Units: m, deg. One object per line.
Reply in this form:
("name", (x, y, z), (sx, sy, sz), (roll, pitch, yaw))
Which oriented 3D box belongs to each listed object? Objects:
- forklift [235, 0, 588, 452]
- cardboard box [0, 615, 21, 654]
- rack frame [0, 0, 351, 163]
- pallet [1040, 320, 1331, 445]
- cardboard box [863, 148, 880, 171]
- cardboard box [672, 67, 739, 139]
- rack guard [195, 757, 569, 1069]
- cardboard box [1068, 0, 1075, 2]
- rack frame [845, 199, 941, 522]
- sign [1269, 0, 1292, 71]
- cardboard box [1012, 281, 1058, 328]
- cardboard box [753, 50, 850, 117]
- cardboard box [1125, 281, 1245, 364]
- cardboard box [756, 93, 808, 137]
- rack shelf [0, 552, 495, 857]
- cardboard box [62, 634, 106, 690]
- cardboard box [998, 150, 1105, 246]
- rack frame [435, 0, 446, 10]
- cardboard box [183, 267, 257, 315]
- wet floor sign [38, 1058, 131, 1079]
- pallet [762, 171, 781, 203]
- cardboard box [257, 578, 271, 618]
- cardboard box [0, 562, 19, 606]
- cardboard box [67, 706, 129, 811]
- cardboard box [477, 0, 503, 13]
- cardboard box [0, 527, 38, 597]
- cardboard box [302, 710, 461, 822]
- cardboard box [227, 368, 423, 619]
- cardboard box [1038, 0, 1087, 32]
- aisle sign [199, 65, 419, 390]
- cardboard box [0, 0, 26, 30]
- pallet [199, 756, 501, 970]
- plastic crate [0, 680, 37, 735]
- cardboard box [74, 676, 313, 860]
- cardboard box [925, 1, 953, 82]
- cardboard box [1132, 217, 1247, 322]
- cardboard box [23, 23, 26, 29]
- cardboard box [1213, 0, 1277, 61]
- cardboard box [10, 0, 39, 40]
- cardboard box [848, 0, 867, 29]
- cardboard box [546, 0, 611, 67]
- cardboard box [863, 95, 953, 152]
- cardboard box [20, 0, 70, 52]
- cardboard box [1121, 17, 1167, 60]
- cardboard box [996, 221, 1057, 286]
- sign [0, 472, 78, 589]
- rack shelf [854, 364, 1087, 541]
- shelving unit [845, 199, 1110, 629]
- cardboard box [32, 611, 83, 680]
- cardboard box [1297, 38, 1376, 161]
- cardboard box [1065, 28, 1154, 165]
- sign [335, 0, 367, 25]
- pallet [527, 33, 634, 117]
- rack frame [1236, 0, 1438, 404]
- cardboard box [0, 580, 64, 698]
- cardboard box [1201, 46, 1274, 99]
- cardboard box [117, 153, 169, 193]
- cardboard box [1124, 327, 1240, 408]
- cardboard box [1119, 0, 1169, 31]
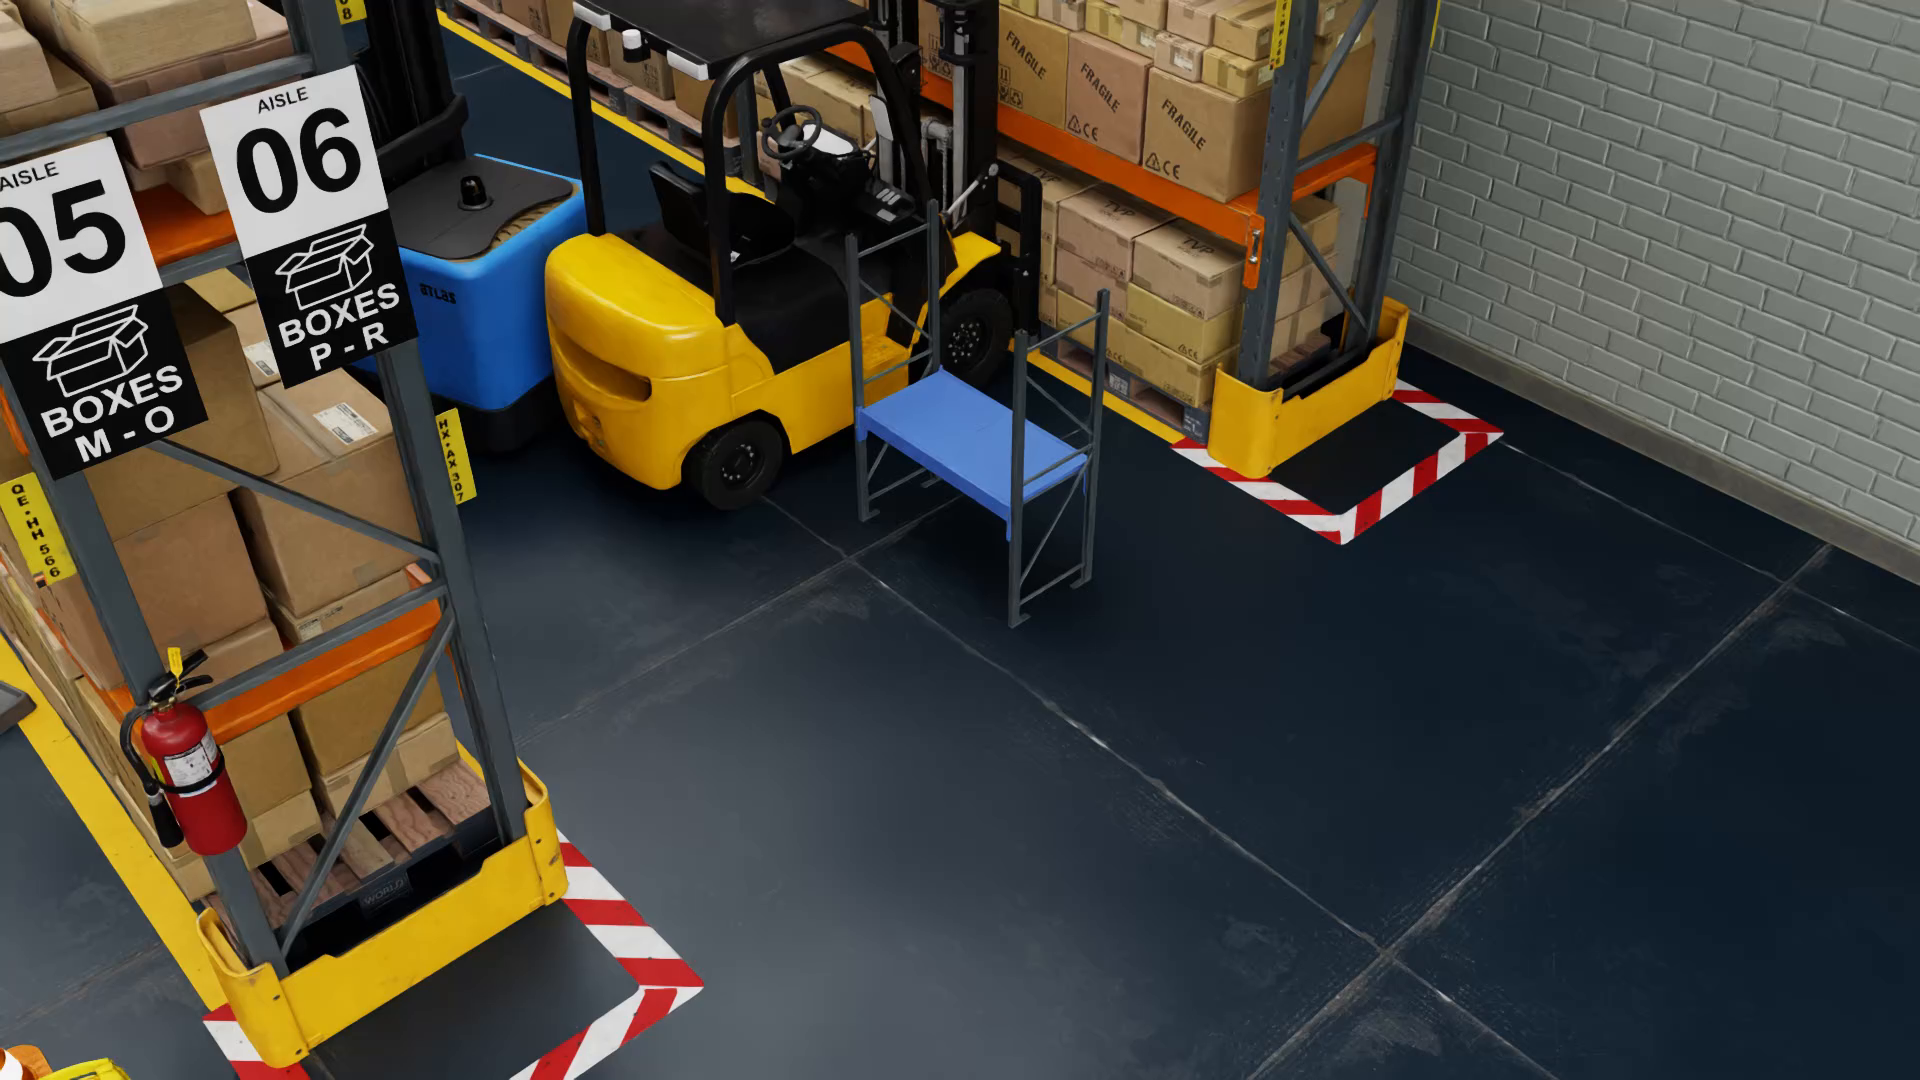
("forklift", (-3.320, -2.223, 8.170), (3.031, 2.935, 1.130), (18, 42, 21))
("cardboard box", (-3.694, 0.255, 6.901), (0.500, 0.250, 0.500), (-31, 48, -32))
("rack frame", (-1.919, -2.009, 3.075), (1.000, 3.000, 0.127), (-30, 48, -32))
("pallet", (1.187, -1.037, 8.866), (1.003, 0.211, 1.213), (-30, 48, -32))
("cardboard box", (-0.197, -2.100, 9.420), (0.500, 0.250, 0.500), (-30, 48, -32))
("cardboard box", (-1.332, -3.113, 10.773), (0.875, 0.625, 0.625), (-28, 46, -30))
("rack guard", (-1.970, 1.262, 5.789), (1.175, 0.500, 0.348), (-30, 48, -32))
("cardboard box", (0.579, -2.700, 7.873), (0.380, 0.149, 0.250), (-29, 47, -31))
("rack frame", (-0.286, -0.779, 7.521), (0.500, 1.500, 0.032), (-30, 48, -32))
("sign", (1.326, -2.104, 6.858), (0.100, 0.325, 0.005), (-30, 48, -32))
("cardboard box", (0.523, -1.432, 8.990), (0.500, 0.250, 0.500), (-29, 47, -31))
("cardboard box", (-0.875, -2.763, 9.842), (0.500, 0.250, 0.500), (-31, 48, -32))
("cardboard box", (1.175, -1.167, 8.263), (0.500, 0.250, 0.500), (-31, 48, -32))
("cardboard box", (-0.871, -2.570, 10.001), (0.500, 0.250, 0.500), (-30, 48, -32))
("rack shelf", (-3.272, -0.321, 6.332), (1.077, 0.370, 4.000), (-30, 48, -32))
("cardboard box", (-2.583, 0.271, 5.228), (0.380, 0.149, 0.250), (-31, 48, -32))
("cardboard box", (0.495, -1.812, 8.665), (0.500, 0.250, 0.500), (-29, 47, -31))
("rack frame", (-3.676, -5.488, 12.158), (1.000, 3.000, 0.127), (-30, 48, -32))
("cardboard box", (-2.733, -0.640, 5.839), (0.500, 0.500, 0.500), (-31, 48, -33))
("wet floor sign", (-2.579, 1.784, 5.028), (0.267, 0.644, 0.232), (-15, 41, -17))
("pallet", (-0.464, -2.167, 10.264), (1.003, 0.211, 1.213), (-30, 48, -32))
("cardboard box", (-2.178, 0.067, 5.480), (0.380, 0.149, 0.250), (-29, 47, -31))
("cardboard box", (-3.295, 0.046, 6.047), (0.380, 0.149, 0.250), (-28, 47, -30))
("cardboard box", (-3.008, 0.729, 6.315), (0.500, 0.250, 0.500), (-30, 48, -32))
("cardboard box", (-3.264, -4.433, 12.408), (0.875, 0.625, 0.625), (-28, 47, -30))
("cardboard box", (-2.824, -0.197, 5.291), (0.500, 0.500, 0.500), (-30, 48, -32))
("cardboard box", (-2.261, 0.741, 6.300), (0.500, 0.250, 0.500), (-30, 48, -32))
("cardboard box", (-2.035, -0.167, 5.253), (0.500, 0.500, 0.500), (-31, 48, -32))
("cardboard box", (0.594, -2.593, 7.978), (0.380, 0.149, 0.250), (-32, 49, -33))
("aisle sign", (-1.649, -0.789, 4.271), (0.394, 0.787, 0.004), (-30, 48, -32))
("cardboard box", (-2.511, -1.221, 4.053), (0.380, 0.149, 0.250), (-29, 47, -31))
("pallet", (-2.494, 0.984, 6.364), (1.003, 0.211, 1.213), (-30, 48, -32))
("plastic crate", (-4.167, 0.685, 6.838), (0.583, 0.080, 0.402), (18, 42, 21))
("cardboard box", (-2.653, 0.680, 5.778), (0.500, 0.500, 0.500), (-30, 47, -31))
("cardboard box", (0.169, -2.650, 8.564), (0.500, 0.500, 0.500), (-30, 47, -31))
("cardboard box", (1.193, -1.349, 8.092), (0.500, 0.250, 0.500), (-28, 47, -30))
("cardboard box", (-2.793, -1.261, 4.419), (0.500, 0.250, 0.500), (-31, 48, -32))
("cardboard box", (1.337, -2.269, 7.340), (0.380, 0.149, 0.250), (-30, 48, -32))
("cardboard box", (-2.396, -1.482, 4.693), (0.500, 0.250, 0.500), (-31, 48, -32))
("cardboard box", (-0.498, -3.126, 9.153), (0.500, 0.500, 0.500), (-29, 47, -31))
("cardboard box", (-2.361, -3.823, 11.652), (0.875, 0.625, 0.625), (-32, 49, -33))
("cardboard box", (-0.191, -2.296, 9.264), (0.500, 0.250, 0.500), (-28, 47, -30))
("cardboard box", (-2.191, -1.415, 4.293), (0.380, 0.149, 0.250), (-30, 48, -32))
("cardboard box", (0.969, -2.370, 7.702), (0.380, 0.149, 0.250), (-29, 47, -31))
("cardboard box", (0.479, -1.633, 8.841), (0.500, 0.250, 0.500), (-31, 48, -33))
("sign", (-2.341, -0.022, 4.216), (0.100, 0.325, 0.005), (-30, 48, -32))
("rack shelf", (0.058, -0.404, 7.343), (0.538, 0.185, 1.000), (-30, 48, -32))
("shelving unit", (0.058, -0.544, 7.230), (0.538, 1.500, 1.048), (-30, 48, -32))
("cardboard box", (-2.951, 0.286, 5.750), (0.380, 0.149, 0.250), (-29, 47, -31))
("cardboard box", (1.604, -2.172, 7.973), (0.500, 0.500, 0.500), (-28, 47, -30))
("cardboard box", (0.864, -2.185, 7.989), (0.500, 0.500, 0.500), (-28, 47, -31))
("sign", (-1.520, -1.412, 4.029), (0.100, 0.325, 0.005), (-30, 48, -32))
("pallet", (-2.327, -3.442, 11.843), (1.003, 0.211, 1.213), (-30, 48, -32))
("rack frame", (1.735, -1.786, 7.574), (1.000, 3.000, 0.127), (-30, 48, -32))
("cardboard box", (-3.345, 0.203, 6.368), (0.500, 0.500, 0.500), (-31, 48, -33))
("cardboard box", (1.294, -2.119, 7.390), (0.380, 0.149, 0.250), (-29, 47, -31))
("cardboard box", (-2.148, -1.119, 4.561), (0.380, 0.149, 0.250), (-32, 48, -33))
("cardboard box", (1.184, -0.963, 8.409), (0.500, 0.250, 0.500), (-30, 47, -31))
("cardboard box", (0.950, -2.480, 7.600), (0.380, 0.149, 0.250), (-29, 47, -31))
